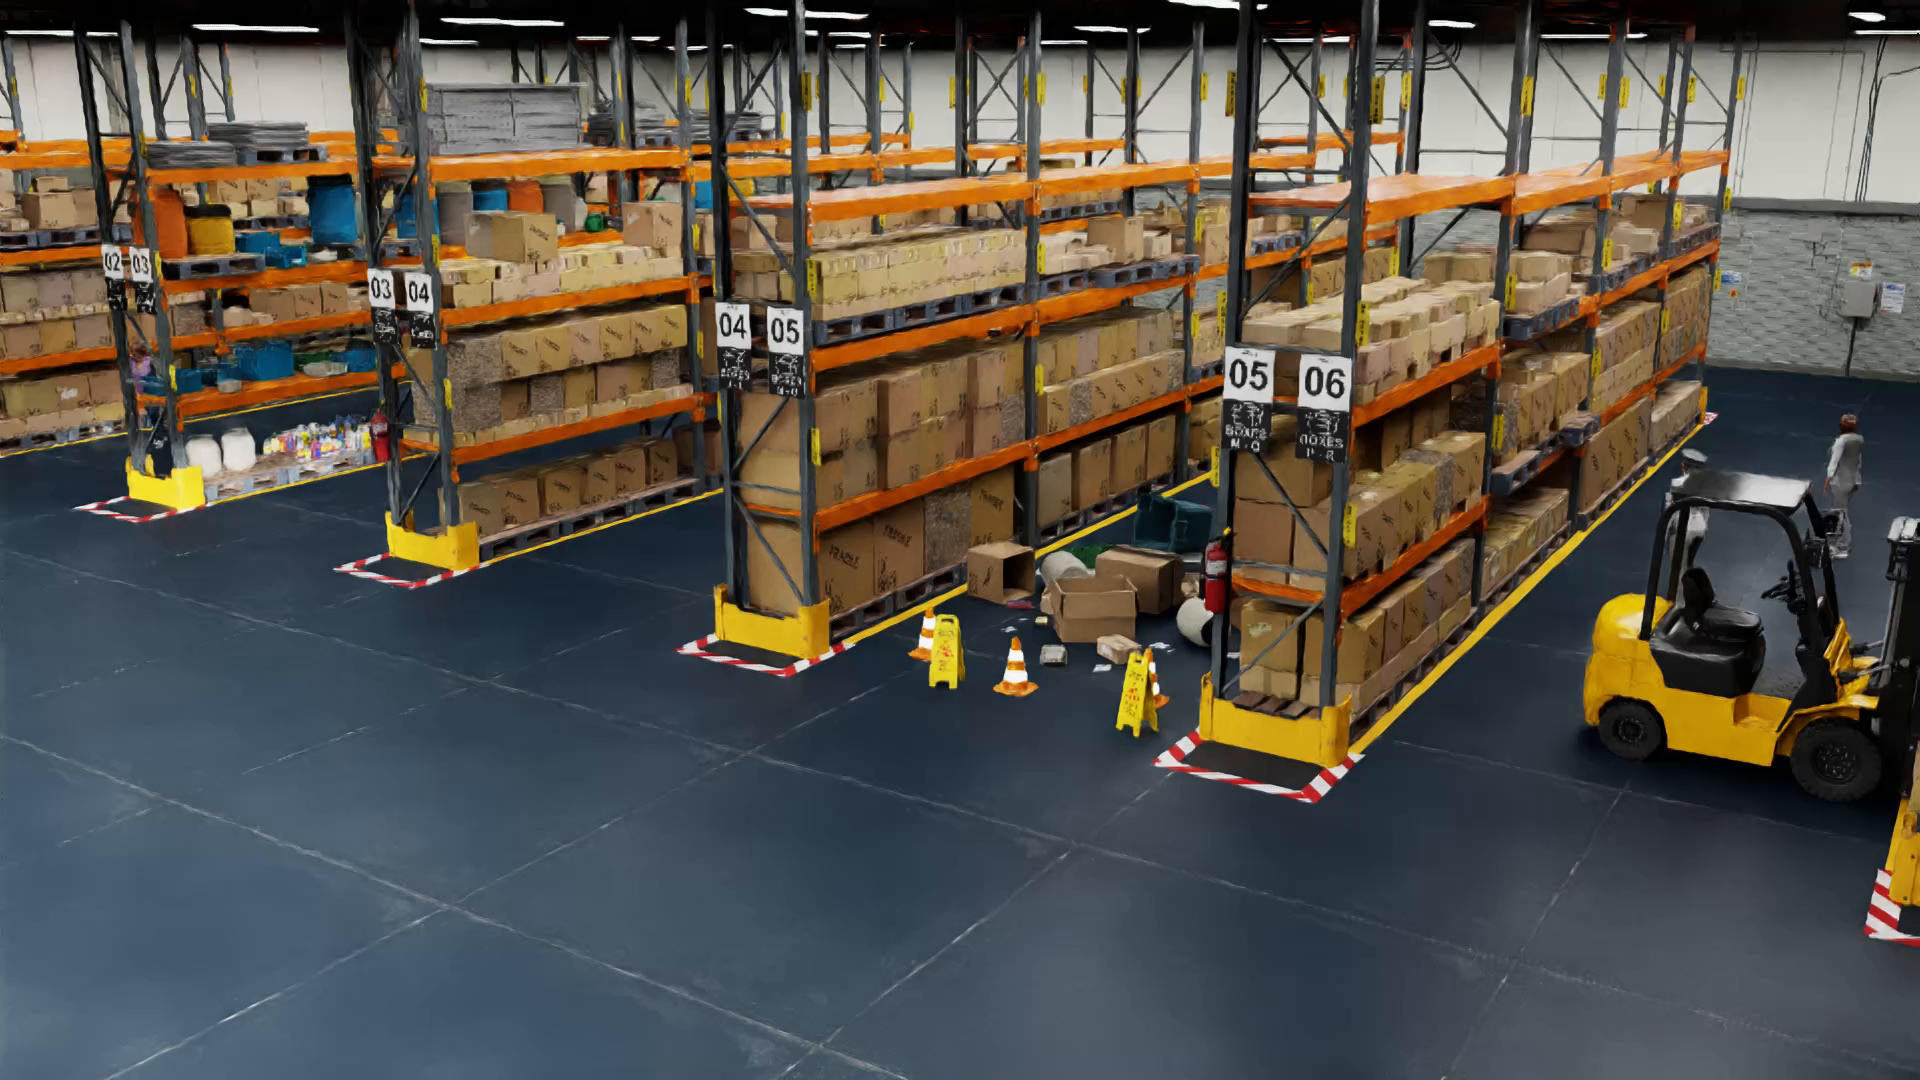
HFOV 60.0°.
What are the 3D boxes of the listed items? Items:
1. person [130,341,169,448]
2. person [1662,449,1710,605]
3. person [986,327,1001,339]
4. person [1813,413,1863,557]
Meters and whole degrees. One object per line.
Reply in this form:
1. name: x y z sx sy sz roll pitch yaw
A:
1. person: -11.646 -2.114 23.928 0.568 1.535 0.739 3 16 11
2. person: 7.064 -0.062 16.285 0.573 1.665 0.526 -8 17 -26
3. person: 0.520 -2.407 24.621 0.564 1.704 1.112 9 18 30
4. person: 9.816 -0.616 18.413 0.519 1.590 0.406 -10 18 -32
